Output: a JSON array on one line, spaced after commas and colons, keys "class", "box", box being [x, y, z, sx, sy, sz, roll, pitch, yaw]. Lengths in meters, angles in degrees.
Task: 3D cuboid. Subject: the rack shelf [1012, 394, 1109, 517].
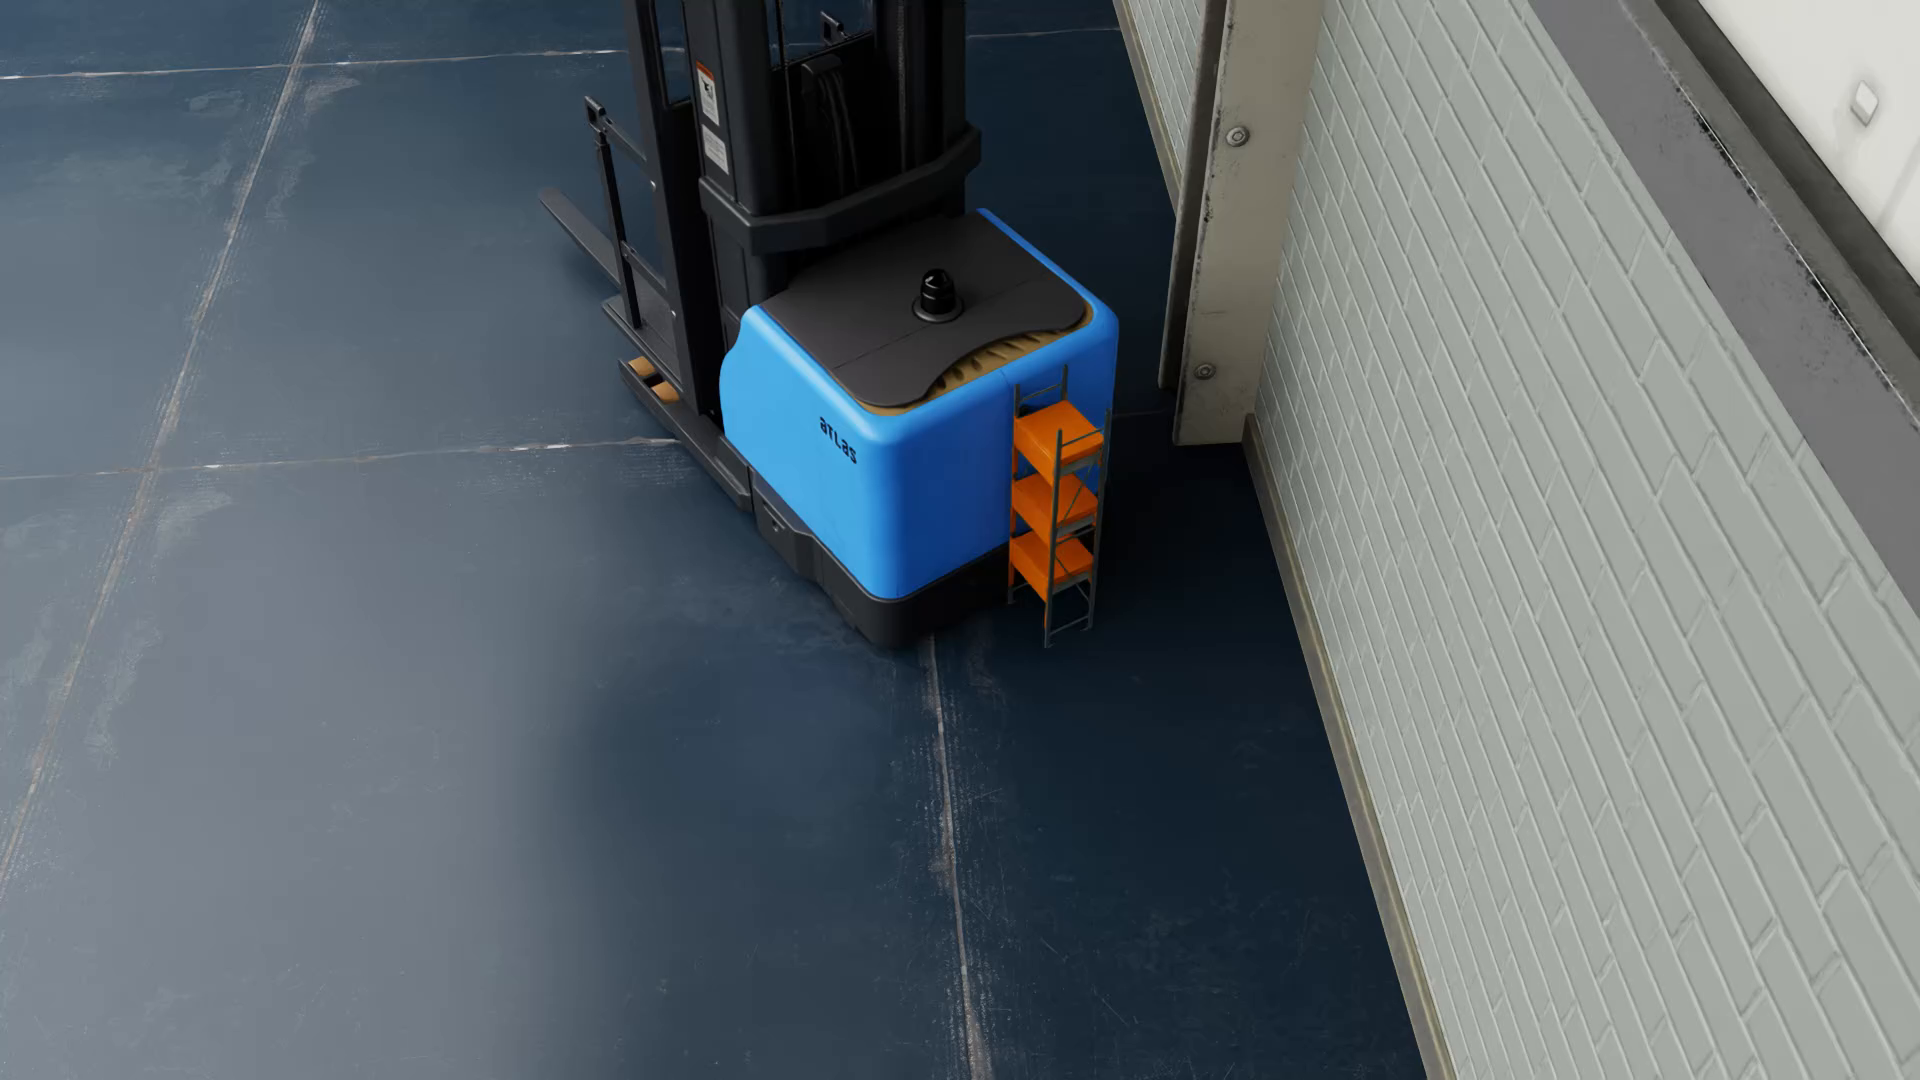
[{"class": "rack shelf", "box": [0.323, -0.276, 5.412, 0.215, 0.259, 0.240, -24, 51, -21]}]

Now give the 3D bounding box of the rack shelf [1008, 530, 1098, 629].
[{"class": "rack shelf", "box": [0.323, 0.111, 5.820, 0.215, 0.259, 0.240, -24, 51, -21]}]

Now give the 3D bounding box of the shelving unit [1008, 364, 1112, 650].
[{"class": "shelving unit", "box": [0.323, -0.088, 5.610, 0.215, 1.050, 0.252, -24, 51, -21]}]

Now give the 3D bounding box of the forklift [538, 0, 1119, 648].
[{"class": "forklift", "box": [-0.727, -1.665, 5.808, 1.130, 2.935, 3.031, -28, 53, -24]}]

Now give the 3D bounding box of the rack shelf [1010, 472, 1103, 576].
[{"class": "rack shelf", "box": [0.323, -0.081, 5.618, 0.215, 0.259, 0.240, -24, 51, -21]}]

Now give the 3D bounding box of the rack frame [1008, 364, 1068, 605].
[{"class": "rack frame", "box": [0.260, -0.164, 5.682, 0.200, 1.050, 0.008, -24, 51, -21]}]

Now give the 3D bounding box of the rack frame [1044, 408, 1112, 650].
[{"class": "rack frame", "box": [0.386, -0.012, 5.538, 0.200, 1.050, 0.008, -24, 51, -21]}]

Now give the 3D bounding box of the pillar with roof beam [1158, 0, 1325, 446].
[{"class": "pillar with roof beam", "box": [-3.302, -3.361, 3.235, 9.100, 9.000, 0.400, -3, 47, -3]}]
